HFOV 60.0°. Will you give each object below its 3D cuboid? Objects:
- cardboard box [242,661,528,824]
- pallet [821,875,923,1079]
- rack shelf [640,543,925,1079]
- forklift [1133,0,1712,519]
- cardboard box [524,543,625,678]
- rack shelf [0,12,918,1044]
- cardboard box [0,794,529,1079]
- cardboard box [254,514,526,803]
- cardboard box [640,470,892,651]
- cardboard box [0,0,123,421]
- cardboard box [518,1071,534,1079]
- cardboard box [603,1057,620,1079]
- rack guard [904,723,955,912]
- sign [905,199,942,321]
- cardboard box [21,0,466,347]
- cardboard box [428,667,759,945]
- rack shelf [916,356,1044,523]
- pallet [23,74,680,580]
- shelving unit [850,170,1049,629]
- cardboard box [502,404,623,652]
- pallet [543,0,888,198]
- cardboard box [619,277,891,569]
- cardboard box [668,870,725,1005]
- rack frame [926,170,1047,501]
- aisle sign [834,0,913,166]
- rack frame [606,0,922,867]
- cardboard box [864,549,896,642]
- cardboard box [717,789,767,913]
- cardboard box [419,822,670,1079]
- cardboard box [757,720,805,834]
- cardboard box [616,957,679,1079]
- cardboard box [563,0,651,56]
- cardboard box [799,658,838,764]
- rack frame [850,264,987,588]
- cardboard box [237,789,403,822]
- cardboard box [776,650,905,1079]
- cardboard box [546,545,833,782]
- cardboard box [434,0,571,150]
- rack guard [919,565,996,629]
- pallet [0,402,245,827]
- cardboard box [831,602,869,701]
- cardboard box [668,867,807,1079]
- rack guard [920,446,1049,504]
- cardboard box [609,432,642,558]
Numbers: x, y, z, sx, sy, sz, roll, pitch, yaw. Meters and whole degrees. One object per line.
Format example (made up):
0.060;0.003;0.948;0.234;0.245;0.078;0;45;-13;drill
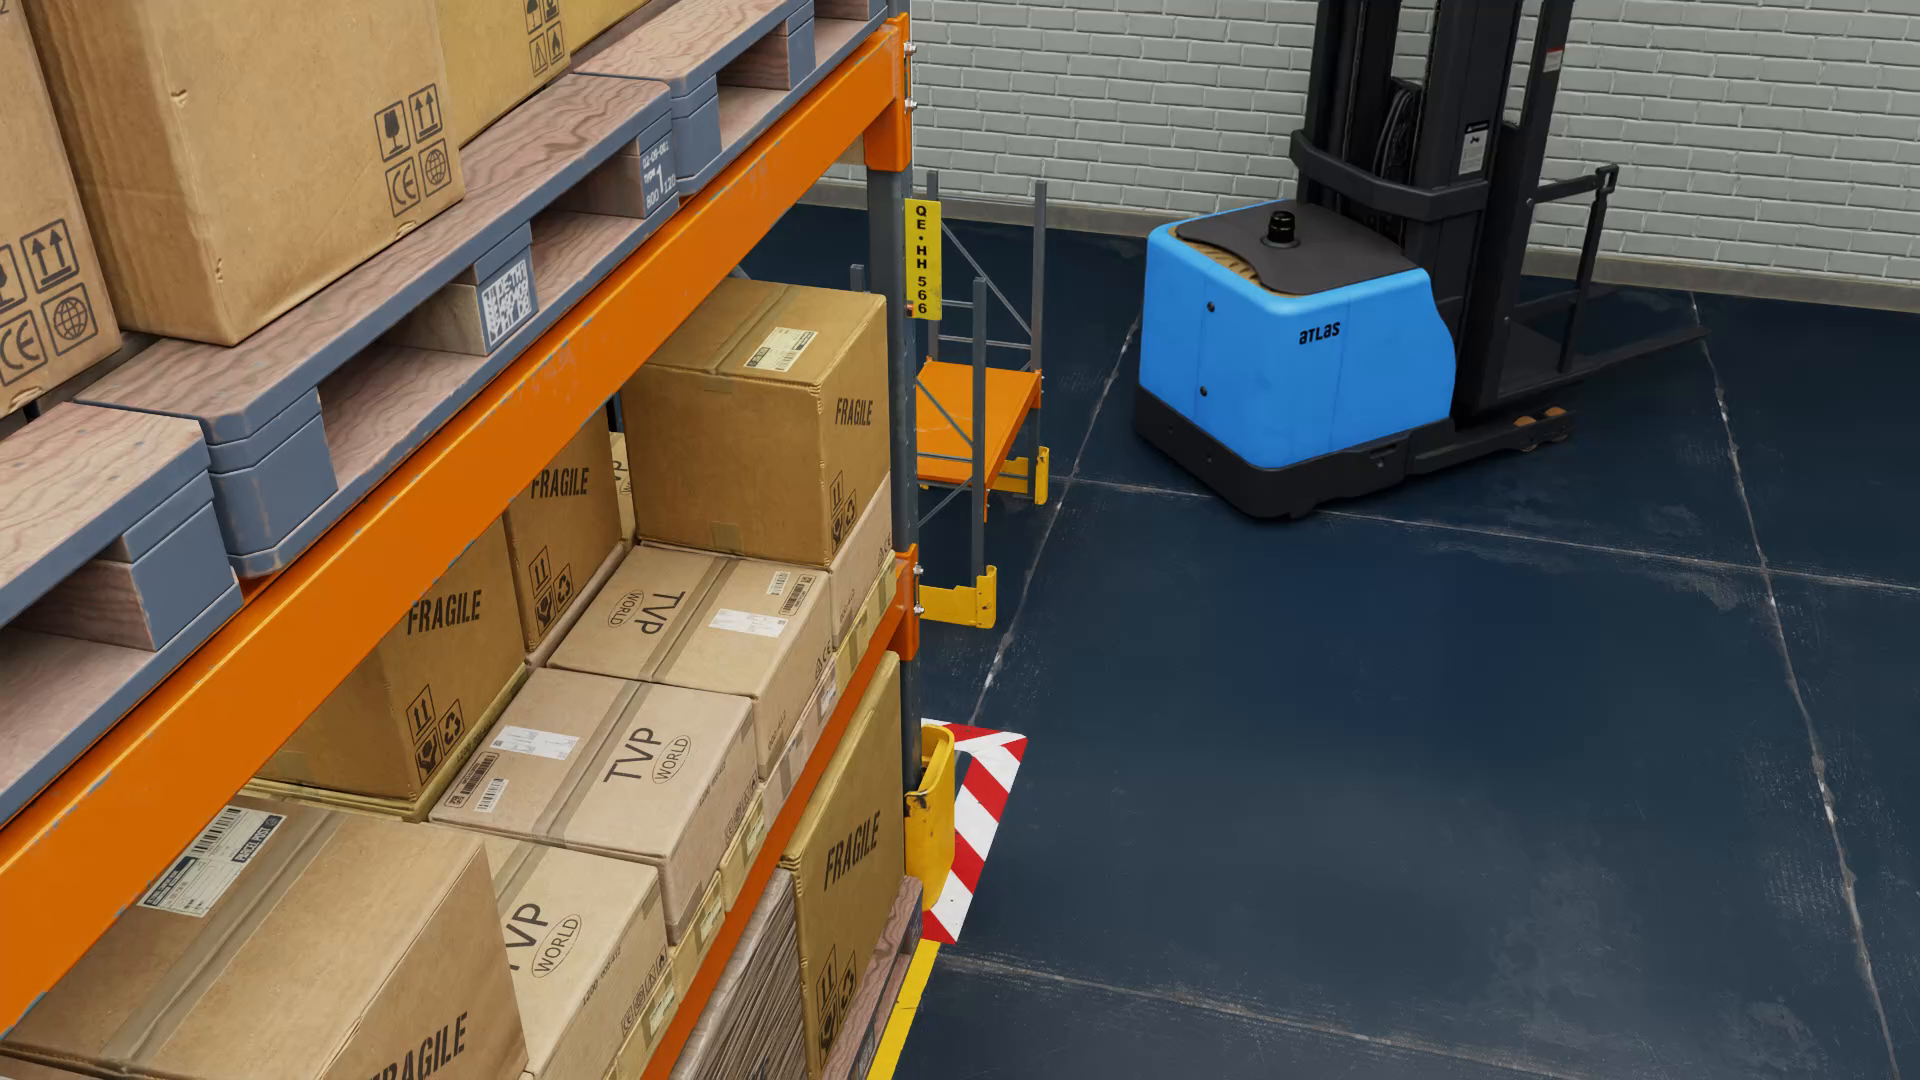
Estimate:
-1.258;0.468;3.580;0.500;0.250;0.500;7;33;11;cardboard box
-0.746;1.390;4.867;1.003;0.211;1.213;8;33;12;pallet
-1.126;1.129;3.349;1.077;0.370;4.000;8;33;12;rack shelf
2.371;-1.889;7.489;3.031;2.935;1.130;-16;36;-24;forklift
-1.127;0.208;3.989;0.500;0.250;0.500;8;33;12;cardboard box
-1.126;-0.137;2.544;1.077;0.370;4.000;8;33;12;rack shelf
-1.005;0.745;2.445;0.500;0.500;0.500;7;33;11;cardboard box
-1.254;0.150;3.382;0.500;0.500;0.500;7;33;11;cardboard box
-0.485;0.013;4.297;0.500;0.250;0.500;7;33;12;cardboard box
-1.352;-0.357;1.642;0.700;0.500;0.500;10;34;15;cardboard box
-1.004;1.066;2.640;0.500;0.250;0.500;9;33;14;cardboard box
-0.843;1.052;3.034;0.380;0.149;0.250;7;33;11;cardboard box
-0.613;0.830;5.479;1.175;0.500;0.348;8;33;12;rack guard
-0.097;-0.720;4.287;0.100;0.325;0.005;8;33;12;sign
-1.082;-0.609;2.039;0.700;0.500;0.500;9;34;14;cardboard box
-0.743;0.540;3.467;0.500;0.250;0.500;7;33;11;cardboard box
-0.022;-0.437;6.874;0.538;0.185;1.000;8;33;12;rack shelf
-1.104;-0.420;2.401;1.003;0.211;1.213;8;33;12;pallet
-0.019;-0.593;6.785;0.587;1.500;1.083;8;33;12;shelving unit
-1.128;-0.120;3.806;0.500;0.500;0.500;7;33;11;cardboard box
-0.797;-1.055;3.400;1.003;0.211;1.213;8;33;12;pallet
-0.488;-0.303;4.094;0.500;0.500;0.500;8;33;13;cardboard box
-0.714;0.788;3.449;0.380;0.149;0.250;8;33;13;cardboard box
0.107;-0.852;7.193;0.500;1.500;0.032;8;33;12;rack frame
-0.310;-1.306;4.086;0.394;0.787;0.004;8;33;12;aisle sign
-0.619;-0.213;4.789;1.000;3.000;0.127;8;33;12;rack frame
-0.390;0.123;4.495;0.380;0.149;0.250;9;33;13;cardboard box
-0.648;0.653;3.661;0.380;0.149;0.250;7;33;11;cardboard box
-0.871;0.811;3.041;0.500;0.250;0.500;8;33;12;cardboard box
-0.584;0.518;3.873;0.380;0.149;0.250;9;33;13;cardboard box
-0.779;0.916;3.247;0.380;0.149;0.250;9;33;13;cardboard box
-0.958;-1.188;2.948;0.700;0.500;0.500;7;33;11;cardboard box
-0.520;0.389;4.077;0.380;0.149;0.250;8;33;12;cardboard box
-0.151;-0.325;6.363;0.500;1.500;0.032;8;33;12;rack frame
-1.385;0.740;3.153;0.500;0.250;0.500;7;33;11;cardboard box
-0.704;0.850;4.707;0.875;0.875;0.875;8;33;12;cardboard box
-0.614;0.276;3.883;0.500;0.250;0.500;7;33;12;cardboard box
-1.042;-0.913;2.516;0.700;0.500;0.500;6;33;9;cardboard box
-0.146;0.193;6.714;0.587;0.250;0.087;8;33;12;rack guard
-1.416;0.211;1.408;1.003;0.211;1.213;8;33;12;pallet
-0.455;0.258;4.282;0.380;0.149;0.250;8;33;13;cardboard box
-0.935;1.322;3.964;0.875;0.875;0.875;8;33;12;cardboard box
0.107;-0.324;7.527;0.587;0.250;0.087;8;33;12;rack guard
-1.002;-0.063;4.415;0.500;0.250;0.500;7;33;11;cardboard box
